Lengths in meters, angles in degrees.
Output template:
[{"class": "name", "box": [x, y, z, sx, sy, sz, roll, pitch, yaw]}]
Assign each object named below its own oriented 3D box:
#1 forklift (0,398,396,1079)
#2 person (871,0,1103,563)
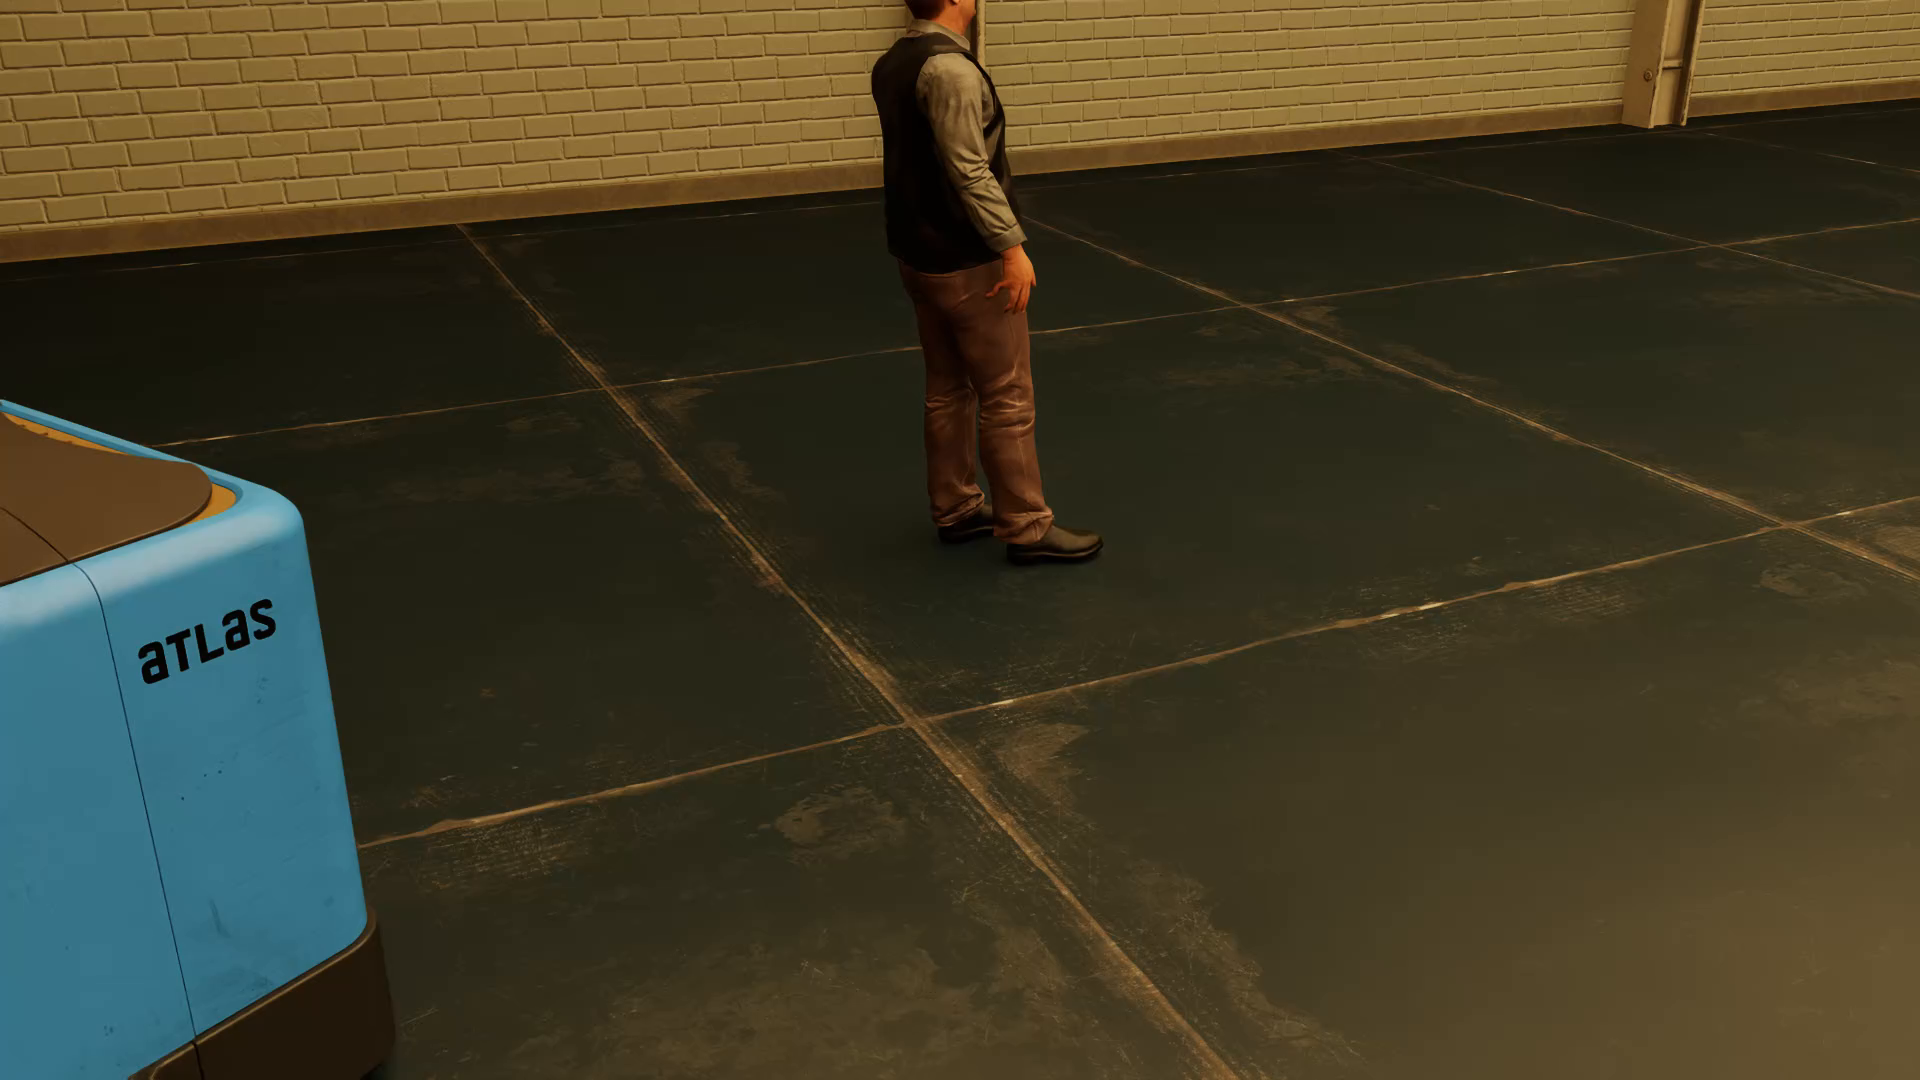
[{"class": "forklift", "box": [-2.218, -0.069, 1.451, 1.130, 2.935, 3.031, 15, 27, 32]}, {"class": "person", "box": [0.060, -0.810, 4.792, 0.566, 1.722, 0.634, -10, 25, -23]}]
